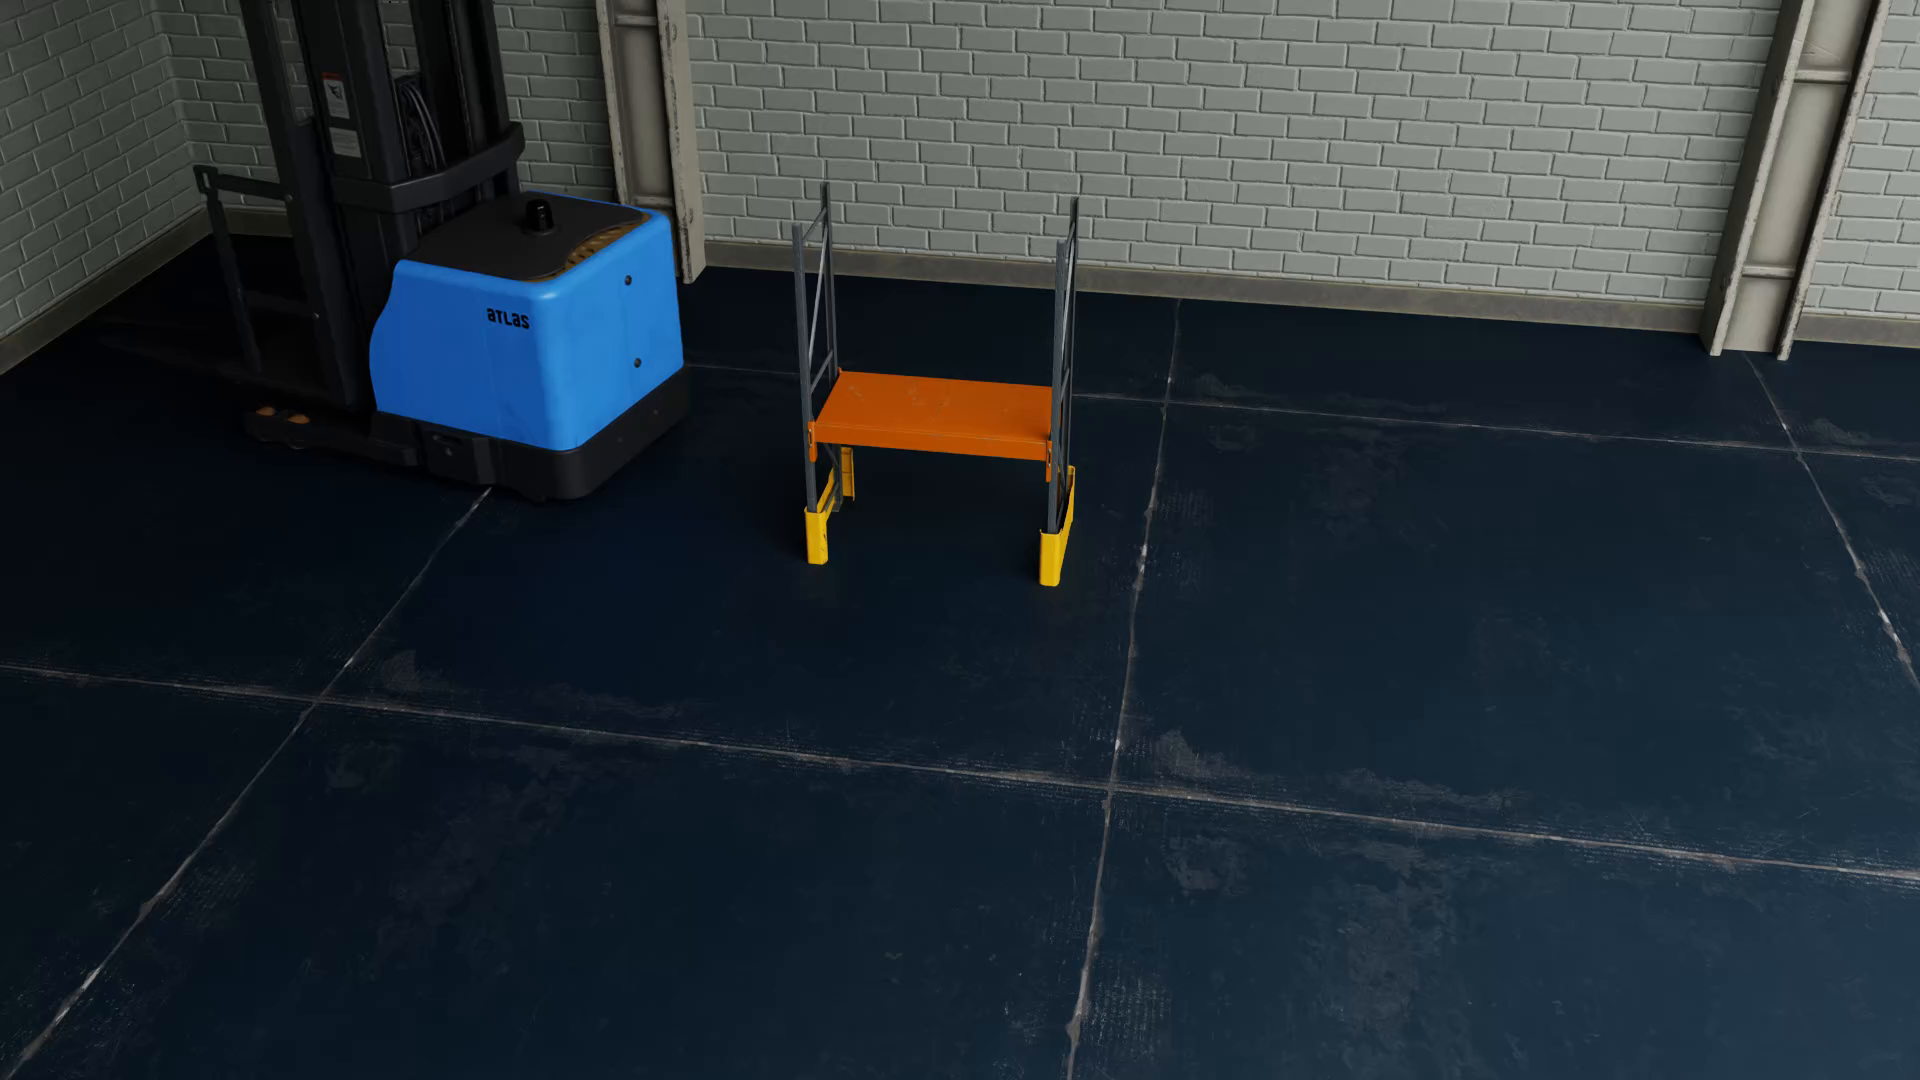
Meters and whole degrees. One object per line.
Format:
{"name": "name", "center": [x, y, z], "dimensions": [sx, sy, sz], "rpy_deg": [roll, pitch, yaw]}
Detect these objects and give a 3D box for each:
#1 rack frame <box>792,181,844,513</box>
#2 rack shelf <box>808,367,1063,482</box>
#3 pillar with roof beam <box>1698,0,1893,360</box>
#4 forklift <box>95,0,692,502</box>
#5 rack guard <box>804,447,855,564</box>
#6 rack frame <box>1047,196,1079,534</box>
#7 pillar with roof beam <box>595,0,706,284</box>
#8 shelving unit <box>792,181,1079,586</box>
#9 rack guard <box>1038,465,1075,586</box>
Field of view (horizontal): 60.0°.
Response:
{"name": "rack frame", "center": [-0.585, -0.689, 6.937], "dimensions": [0.032, 1.500, 0.500], "rpy_deg": [5, 32, 8]}
{"name": "rack shelf", "center": [-0.084, -0.491, 6.960], "dimensions": [1.000, 0.185, 0.538], "rpy_deg": [5, 32, 8]}
{"name": "pillar with roof beam", "center": [3.469, -2.607, 2.934], "dimensions": [0.400, 9.000, 9.100], "rpy_deg": [5, 32, 8]}
{"name": "forklift", "center": [-2.880, -1.916, 7.549], "dimensions": [3.031, 2.935, 1.130], "rpy_deg": [13, 34, 20]}
{"name": "rack guard", "center": [-0.566, -0.157, 7.266], "dimensions": [0.087, 0.250, 0.587], "rpy_deg": [5, 32, 8]}
{"name": "rack frame", "center": [0.417, -0.598, 6.792], "dimensions": [0.032, 1.500, 0.500], "rpy_deg": [5, 32, 8]}
{"name": "pillar with roof beam", "center": [-2.445, -3.143, 3.790], "dimensions": [0.400, 9.000, 9.100], "rpy_deg": [5, 32, 8]}
{"name": "shelving unit", "center": [-0.075, -0.643, 6.863], "dimensions": [1.083, 1.500, 0.587], "rpy_deg": [5, 32, 8]}
{"name": "rack guard", "center": [0.416, -0.068, 7.124], "dimensions": [0.087, 0.250, 0.587], "rpy_deg": [5, 32, 8]}
